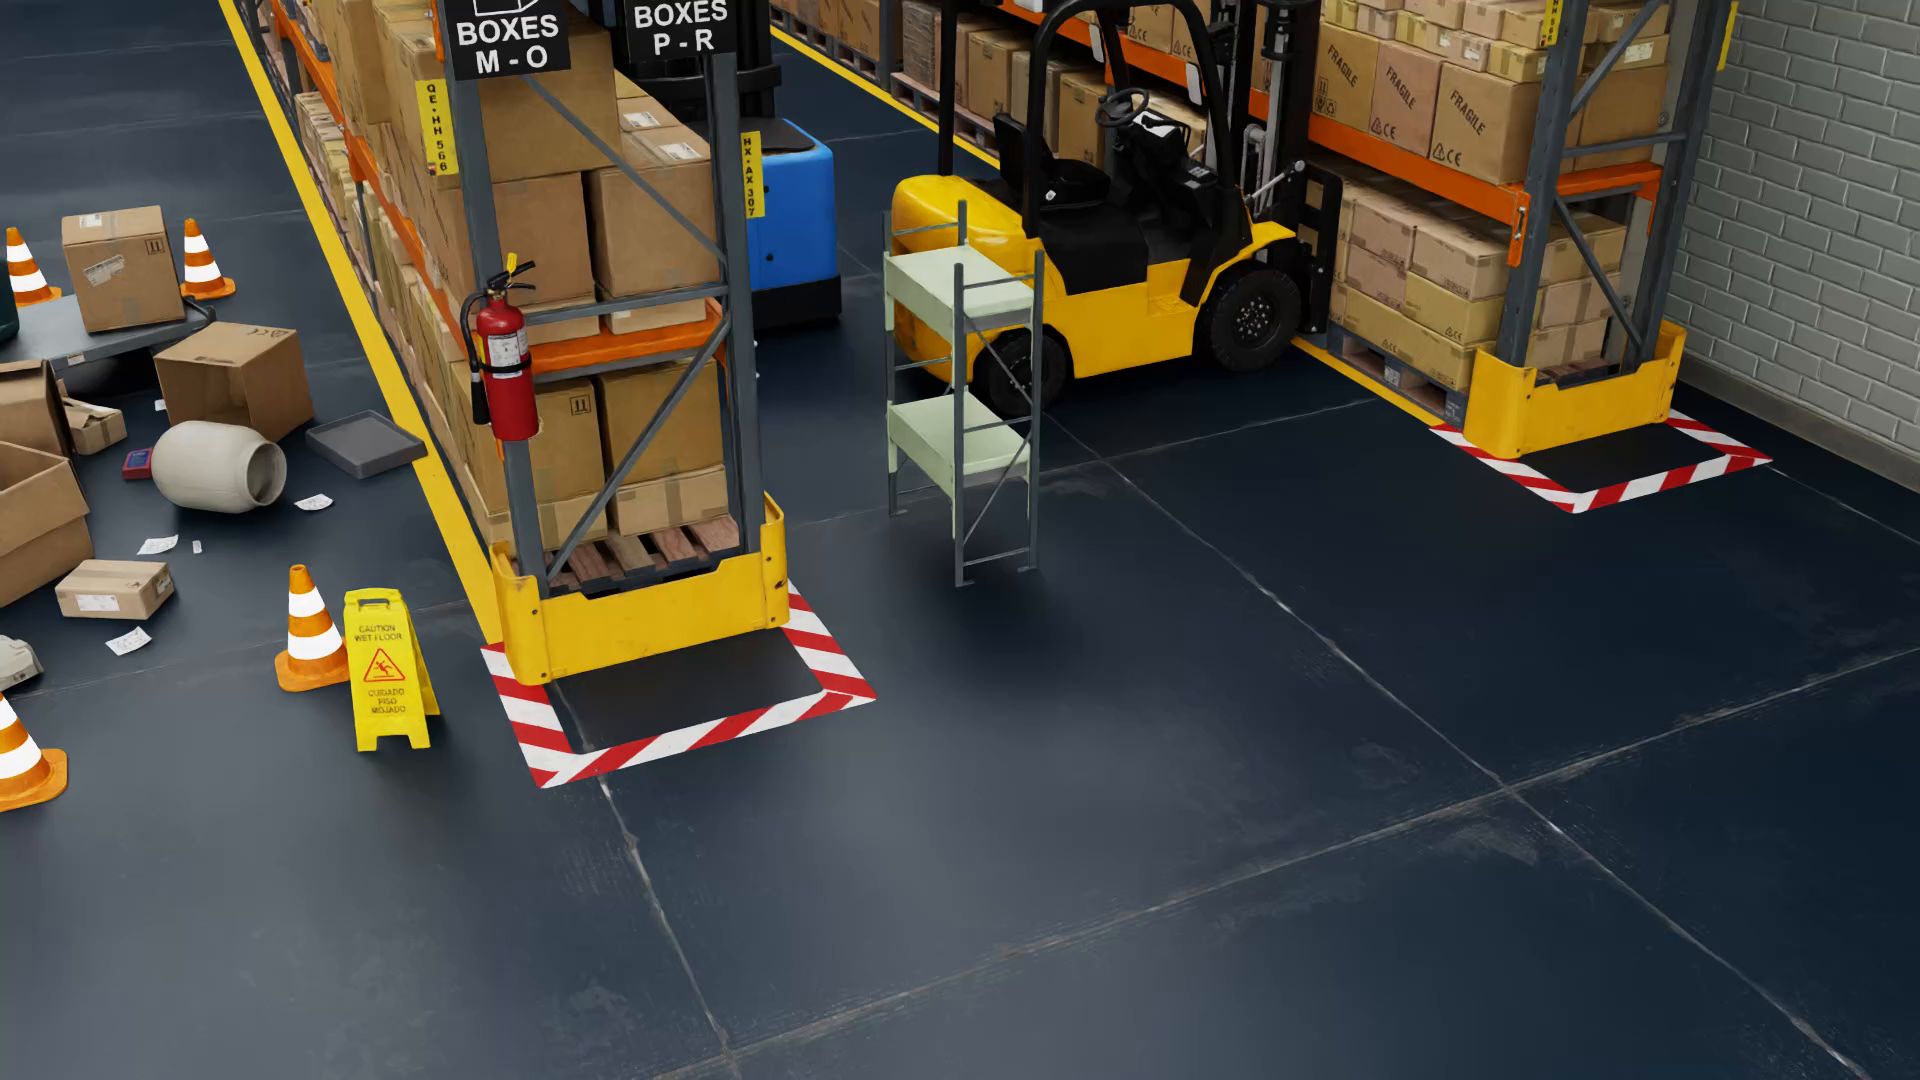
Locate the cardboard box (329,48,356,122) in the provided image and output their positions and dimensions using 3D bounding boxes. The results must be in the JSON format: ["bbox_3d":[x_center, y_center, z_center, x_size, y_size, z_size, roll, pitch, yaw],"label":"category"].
[{"bbox_3d":[-3.058,-2.562,8.846,0.500,0.500,0.500,-13,32,-22],"label":"cardboard box"}]

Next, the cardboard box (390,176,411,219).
[{"bbox_3d":[-2.476,-1.653,7.888,0.380,0.149,0.250,-13,32,-22],"label":"cardboard box"}]

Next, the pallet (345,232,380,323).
[{"bbox_3d":[-3.331,-1.769,10.689,1.003,0.211,1.213,-13,32,-22],"label":"pallet"}]

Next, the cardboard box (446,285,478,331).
[{"bbox_3d":[-1.841,-0.974,6.677,0.380,0.149,0.250,-13,32,-23],"label":"cardboard box"}]

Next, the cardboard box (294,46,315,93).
[{"bbox_3d":[-4.934,-3.987,13.537,0.875,0.875,0.875,-13,32,-22],"label":"cardboard box"}]

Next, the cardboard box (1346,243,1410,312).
[{"bbox_3d":[2.506,-1.494,9.217,0.500,0.250,0.500,-13,32,-22],"label":"cardboard box"}]

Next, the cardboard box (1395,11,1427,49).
[{"bbox_3d":[2.513,-2.685,8.707,0.380,0.149,0.250,-13,32,-22],"label":"cardboard box"}]

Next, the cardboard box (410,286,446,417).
[{"bbox_3d":[-2.295,-0.939,7.973,0.500,0.500,0.500,-14,32,-23],"label":"cardboard box"}]

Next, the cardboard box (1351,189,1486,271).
[{"bbox_3d":[2.499,-1.701,9.076,0.500,0.250,0.500,-12,32,-21],"label":"cardboard box"}]

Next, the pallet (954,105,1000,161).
[{"bbox_3d":[0.607,-3.326,13.466,1.003,0.211,1.213,-13,32,-22],"label":"pallet"}]

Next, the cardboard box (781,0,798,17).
[{"bbox_3d":[-1.496,-5.597,16.790,0.500,0.500,0.500,-14,32,-23],"label":"cardboard box"}]

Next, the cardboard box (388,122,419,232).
[{"bbox_3d":[-2.182,-1.674,7.262,0.500,0.500,0.500,-13,32,-22],"label":"cardboard box"}]

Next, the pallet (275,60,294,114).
[{"bbox_3d":[-5.503,-4.094,14.836,1.003,0.211,1.213,-13,32,-22],"label":"pallet"}]

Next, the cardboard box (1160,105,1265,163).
[{"bbox_3d":[1.621,-2.598,10.676,0.500,0.250,0.500,-13,32,-22],"label":"cardboard box"}]

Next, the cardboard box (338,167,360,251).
[{"bbox_3d":[-3.534,-2.227,10.911,0.950,0.372,0.625,-11,31,-19],"label":"cardboard box"}]

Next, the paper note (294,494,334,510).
[{"bbox_3d":[-3.123,-0.185,8.049,0.148,0.019,0.142,26,38,38],"label":"paper note"}]

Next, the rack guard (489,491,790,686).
[{"bbox_3d":[-1.311,0.182,6.914,1.175,0.500,0.348,-13,32,-22],"label":"rack guard"}]

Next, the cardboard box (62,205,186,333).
[{"bbox_3d":[-4.590,-1.495,9.130,0.500,0.500,0.500,-13,32,-22],"label":"cardboard box"}]

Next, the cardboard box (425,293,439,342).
[{"bbox_3d":[-2.181,-1.027,7.467,0.380,0.149,0.250,-13,32,-21],"label":"cardboard box"}]

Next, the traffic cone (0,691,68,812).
[{"bbox_3d":[-3.484,0.696,6.035,0.336,0.463,0.334,-13,32,-22],"label":"traffic cone"}]

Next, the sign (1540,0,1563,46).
[{"bbox_3d":[2.707,-2.419,7.571,0.100,0.325,0.005,-13,32,-22],"label":"sign"}]

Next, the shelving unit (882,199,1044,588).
[{"bbox_3d":[0.003,-0.651,7.378,0.431,1.500,0.755,-13,32,-22],"label":"shelving unit"}]

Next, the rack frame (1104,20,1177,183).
[{"bbox_3d":[1.486,-3.685,11.255,1.000,3.000,0.127,-13,32,-22],"label":"rack frame"}]

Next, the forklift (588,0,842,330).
[{"bbox_3d":[-1.804,-3.137,10.347,1.130,2.935,3.031,-13,32,-22],"label":"forklift"}]

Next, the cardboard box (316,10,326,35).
[{"bbox_3d":[-3.401,-3.154,9.472,0.500,0.500,0.500,-14,32,-23],"label":"cardboard box"}]

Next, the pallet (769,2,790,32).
[{"bbox_3d":[-1.565,-5.652,17.613,1.003,0.211,1.213,-13,32,-22],"label":"pallet"}]

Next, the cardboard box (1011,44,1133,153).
[{"bbox_3d":[0.926,-3.405,12.755,0.875,0.625,0.625,-13,32,-22],"label":"cardboard box"}]

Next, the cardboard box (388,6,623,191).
[{"bbox_3d":[-1.695,-1.664,6.222,0.700,0.500,0.500,-14,32,-23],"label":"cardboard box"}]

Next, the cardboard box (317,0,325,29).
[{"bbox_3d":[-2.803,-2.781,8.214,0.700,0.500,0.500,-13,32,-22],"label":"cardboard box"}]

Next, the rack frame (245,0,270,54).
[{"bbox_3d":[-6.430,-6.175,15.696,1.000,3.000,0.127,-13,32,-22],"label":"rack frame"}]

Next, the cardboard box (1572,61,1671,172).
[{"bbox_3d":[3.241,-2.239,8.574,0.500,0.500,0.500,-12,31,-20],"label":"cardboard box"}]

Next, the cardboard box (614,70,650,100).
[{"bbox_3d":[-1.676,-1.768,7.430,0.500,0.500,0.500,-14,32,-23],"label":"cardboard box"}]

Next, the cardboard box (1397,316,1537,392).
[{"bbox_3d":[2.716,-1.044,8.926,0.500,0.250,0.500,-13,32,-22],"label":"cardboard box"}]

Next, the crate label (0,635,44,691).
[{"bbox_3d":[-3.878,0.504,6.711,0.298,0.136,0.250,19,34,30],"label":"crate label"}]

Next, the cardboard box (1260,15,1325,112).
[{"bbox_3d":[2.095,-2.801,9.577,0.500,0.500,0.500,-13,32,-22],"label":"cardboard box"}]

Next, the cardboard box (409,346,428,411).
[{"bbox_3d":[-2.516,-0.841,8.565,0.500,0.250,0.500,-14,32,-23],"label":"cardboard box"}]

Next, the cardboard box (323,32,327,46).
[{"bbox_3d":[-3.563,-3.005,9.869,0.380,0.149,0.250,-14,32,-23],"label":"cardboard box"}]

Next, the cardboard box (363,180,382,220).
[{"bbox_3d":[-2.986,-1.850,8.935,0.380,0.149,0.250,-13,32,-21],"label":"cardboard box"}]

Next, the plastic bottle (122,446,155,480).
[{"bbox_3d":[-4.135,-0.396,8.394,0.133,0.061,0.283,-8,30,-13],"label":"plastic bottle"}]

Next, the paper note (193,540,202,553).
[{"bbox_3d":[-3.525,0.031,7.684,0.032,0.001,0.123,-13,32,-22],"label":"paper note"}]

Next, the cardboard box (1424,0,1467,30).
[{"bbox_3d":[2.588,-2.701,8.430,0.380,0.149,0.250,-12,32,-21],"label":"cardboard box"}]

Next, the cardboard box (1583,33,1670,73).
[{"bbox_3d":[3.292,-2.449,8.286,0.380,0.149,0.250,-14,32,-23],"label":"cardboard box"}]

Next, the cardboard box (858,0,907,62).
[{"bbox_3d":[-0.607,-4.687,15.168,0.500,0.500,0.500,-12,31,-21],"label":"cardboard box"}]

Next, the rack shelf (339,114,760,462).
[{"bbox_3d":[-2.137,-1.444,7.994,1.077,0.370,4.000,-13,32,-22],"label":"rack shelf"}]

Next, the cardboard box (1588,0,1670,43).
[{"bbox_3d":[3.252,-2.568,8.193,0.380,0.149,0.250,-14,32,-23],"label":"cardboard box"}]

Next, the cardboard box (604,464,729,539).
[{"bbox_3d":[-1.375,-0.273,7.552,0.500,0.250,0.500,-13,32,-22],"label":"cardboard box"}]

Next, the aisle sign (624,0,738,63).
[{"bbox_3d":[-0.972,-2.046,5.674,0.394,0.787,0.004,-13,32,-22],"label":"aisle sign"}]

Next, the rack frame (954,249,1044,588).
[{"bbox_3d":[0.160,-0.490,7.090,0.400,1.500,0.023,-13,32,-22],"label":"rack frame"}]

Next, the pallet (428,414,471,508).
[{"bbox_3d":[-2.147,-0.596,8.598,1.003,0.211,1.213,-13,32,-22],"label":"pallet"}]
